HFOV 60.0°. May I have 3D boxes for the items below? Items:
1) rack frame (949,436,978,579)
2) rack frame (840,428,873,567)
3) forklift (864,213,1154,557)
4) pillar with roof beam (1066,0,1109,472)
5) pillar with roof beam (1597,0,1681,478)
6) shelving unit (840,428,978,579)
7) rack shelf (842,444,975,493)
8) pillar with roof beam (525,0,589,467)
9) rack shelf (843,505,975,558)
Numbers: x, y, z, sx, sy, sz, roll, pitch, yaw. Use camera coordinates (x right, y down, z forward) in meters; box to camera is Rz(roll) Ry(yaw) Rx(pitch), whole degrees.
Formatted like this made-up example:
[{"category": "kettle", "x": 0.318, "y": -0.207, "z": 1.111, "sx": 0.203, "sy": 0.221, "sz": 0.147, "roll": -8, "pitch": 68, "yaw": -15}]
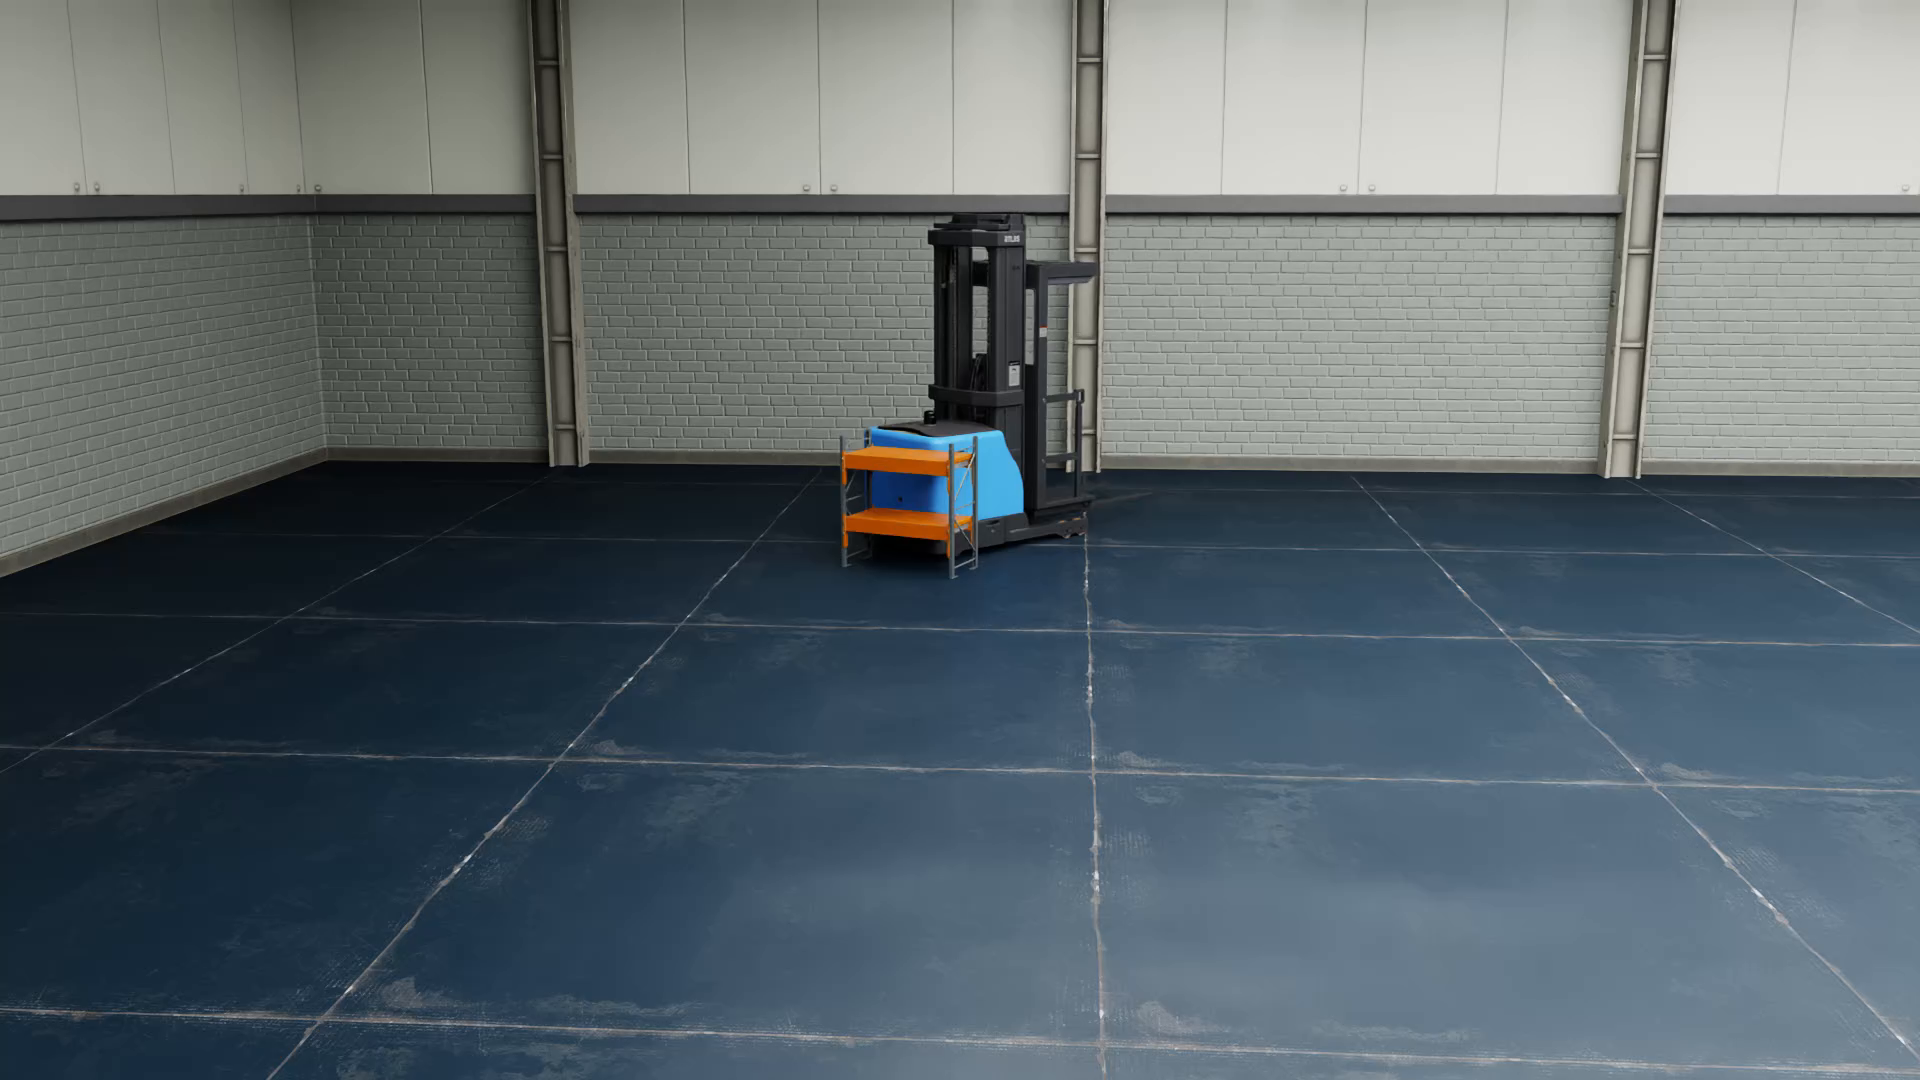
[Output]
[{"category": "rack frame", "x": 0.030, "y": -0.275, "z": 13.819, "sx": 0.032, "sy": 1.125, "sz": 0.500, "roll": 6, "pitch": 13, "yaw": 25}, {"category": "rack frame", "x": -0.887, "y": -0.365, "z": 14.249, "sx": 0.032, "sy": 1.125, "sz": 0.500, "roll": 6, "pitch": 13, "yaw": 25}, {"category": "forklift", "x": 0.562, "y": -1.518, "z": 15.349, "sx": 3.031, "sy": 2.935, "sz": 1.130, "roll": -10, "pitch": 16, "yaw": -41}, {"category": "pillar with roof beam", "x": 1.127, "y": -4.328, "z": 13.963, "sx": 0.400, "sy": 9.000, "sz": 9.100, "roll": 1, "pitch": 12, "yaw": 4}, {"category": "pillar with roof beam", "x": 7.113, "y": -4.246, "z": 13.570, "sx": 0.400, "sy": 9.000, "sz": 9.100, "roll": 1, "pitch": 12, "yaw": 4}, {"category": "shelving unit", "x": -0.429, "y": -0.320, "z": 14.034, "sx": 1.048, "sy": 1.125, "sz": 0.538, "roll": 6, "pitch": 13, "yaw": 25}, {"category": "rack shelf", "x": -0.429, "y": -0.607, "z": 13.974, "sx": 1.000, "sy": 0.278, "sz": 0.538, "roll": 6, "pitch": 13, "yaw": 25}, {"category": "pillar with roof beam", "x": -4.860, "y": -4.410, "z": 14.355, "sx": 0.400, "sy": 9.000, "sz": 9.100, "roll": 1, "pitch": 12, "yaw": 4}, {"category": "rack shelf", "x": -0.429, "y": -0.081, "z": 14.084, "sx": 1.000, "sy": 0.278, "sz": 0.538, "roll": 6, "pitch": 13, "yaw": 25}]
